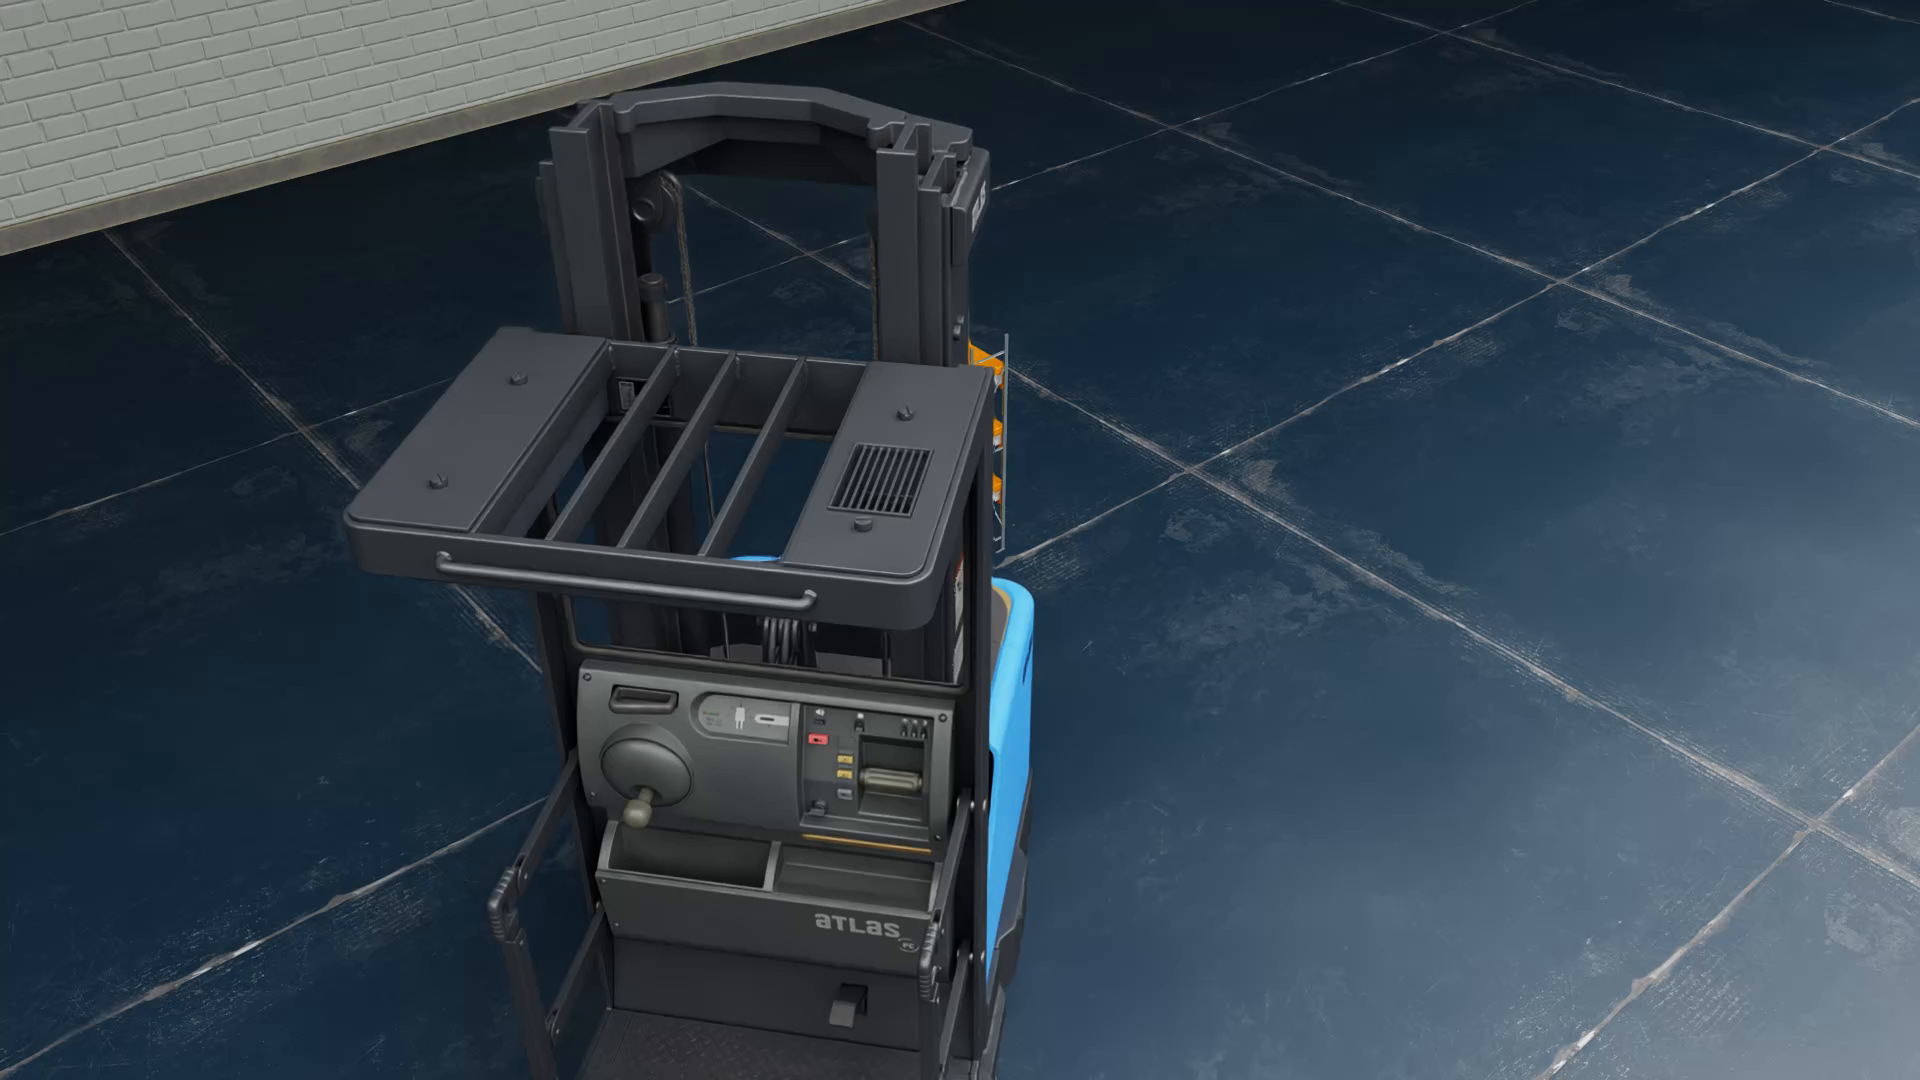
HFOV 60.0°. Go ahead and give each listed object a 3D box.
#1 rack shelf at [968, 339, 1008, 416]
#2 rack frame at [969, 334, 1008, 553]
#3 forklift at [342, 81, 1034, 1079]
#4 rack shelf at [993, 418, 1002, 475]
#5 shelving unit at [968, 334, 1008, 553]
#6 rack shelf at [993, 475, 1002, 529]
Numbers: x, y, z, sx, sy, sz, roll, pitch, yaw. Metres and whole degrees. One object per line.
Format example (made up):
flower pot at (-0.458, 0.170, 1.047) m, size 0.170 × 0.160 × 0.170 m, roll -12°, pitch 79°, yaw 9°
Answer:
rack shelf at (0.035, -0.628, 6.755) m, size 0.215 × 0.259 × 0.240 m, roll -26°, pitch 43°, yaw -32°
rack frame at (0.113, -0.351, 6.837) m, size 0.200 × 1.050 × 0.008 m, roll -26°, pitch 43°, yaw -32°
forklift at (-0.513, 0.598, 3.869) m, size 1.130 × 2.935 × 3.031 m, roll 6°, pitch 36°, yaw 8°
rack shelf at (0.035, -0.396, 6.919) m, size 0.215 × 0.259 × 0.240 m, roll -26°, pitch 43°, yaw -32°
shelving unit at (0.035, -0.405, 6.913) m, size 0.215 × 1.050 × 0.252 m, roll -26°, pitch 43°, yaw -32°
rack shelf at (0.035, -0.169, 7.080) m, size 0.215 × 0.259 × 0.240 m, roll -26°, pitch 43°, yaw -32°
